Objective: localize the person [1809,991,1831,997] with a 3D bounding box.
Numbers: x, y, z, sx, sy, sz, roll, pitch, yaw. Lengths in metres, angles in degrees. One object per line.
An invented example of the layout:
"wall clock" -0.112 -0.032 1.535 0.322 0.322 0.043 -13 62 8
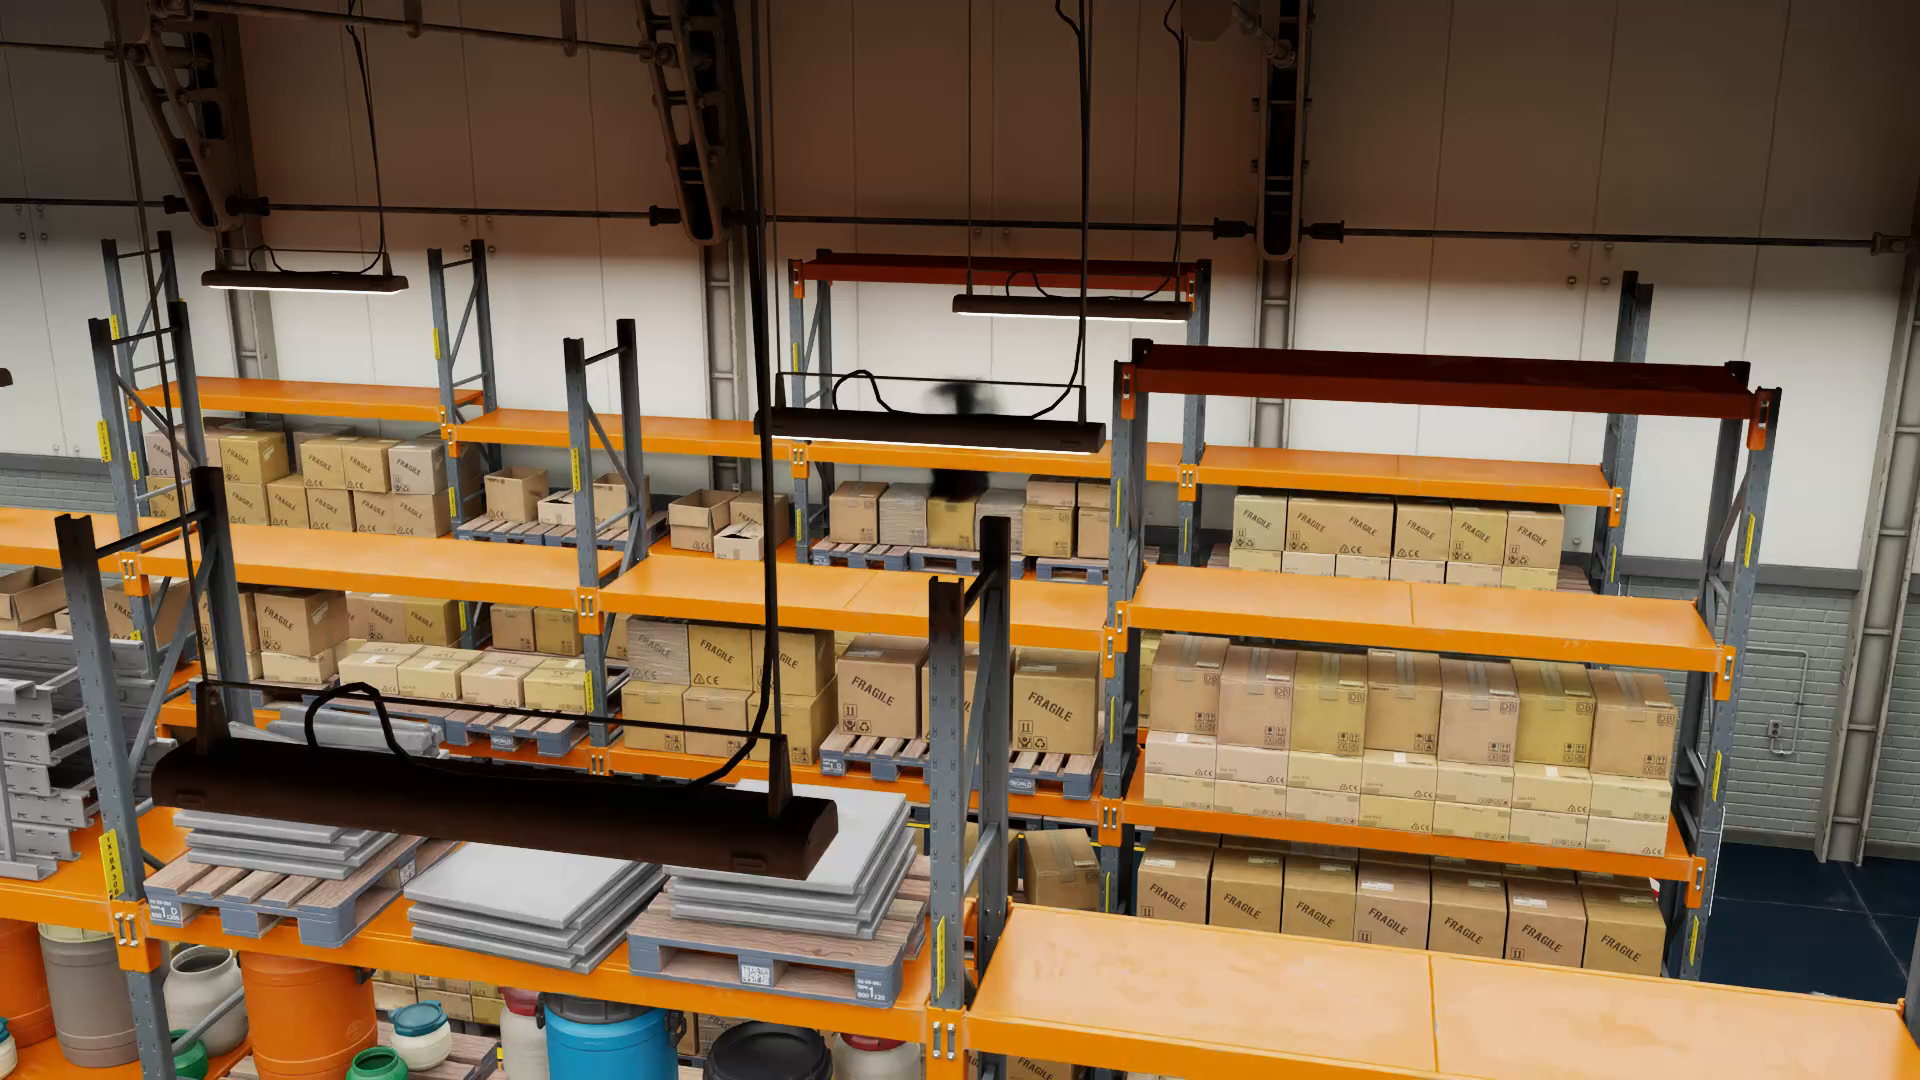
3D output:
"person" 6.195 3.943 12.022 0.549 1.705 0.778 13 21 38
